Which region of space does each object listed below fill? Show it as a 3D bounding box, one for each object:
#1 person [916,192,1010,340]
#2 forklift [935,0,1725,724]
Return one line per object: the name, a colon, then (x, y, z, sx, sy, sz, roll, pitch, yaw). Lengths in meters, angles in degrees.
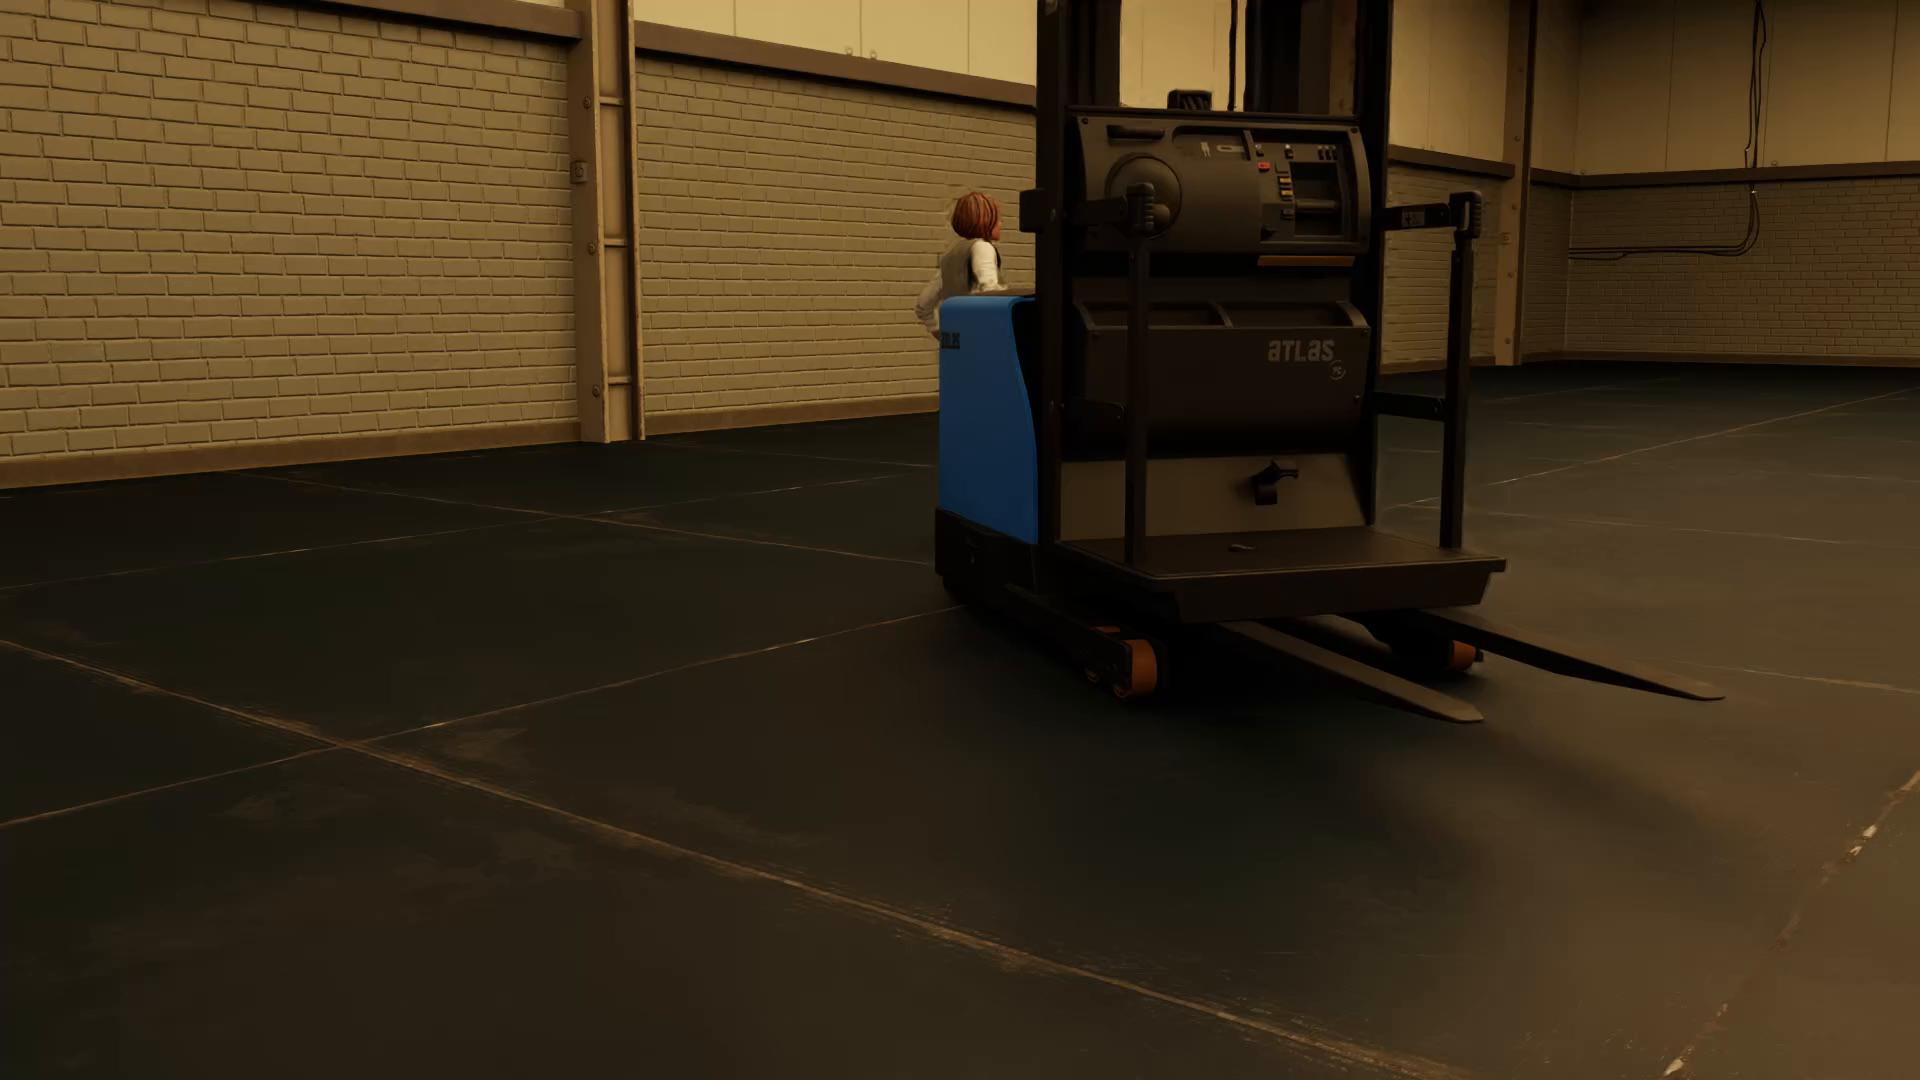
person: (0.179, -0.757, 7.382, 0.581, 1.548, 0.766, -3, 9, -22)
forklift: (0.854, -1.087, 4.709, 1.130, 2.935, 3.031, -3, 9, -18)
